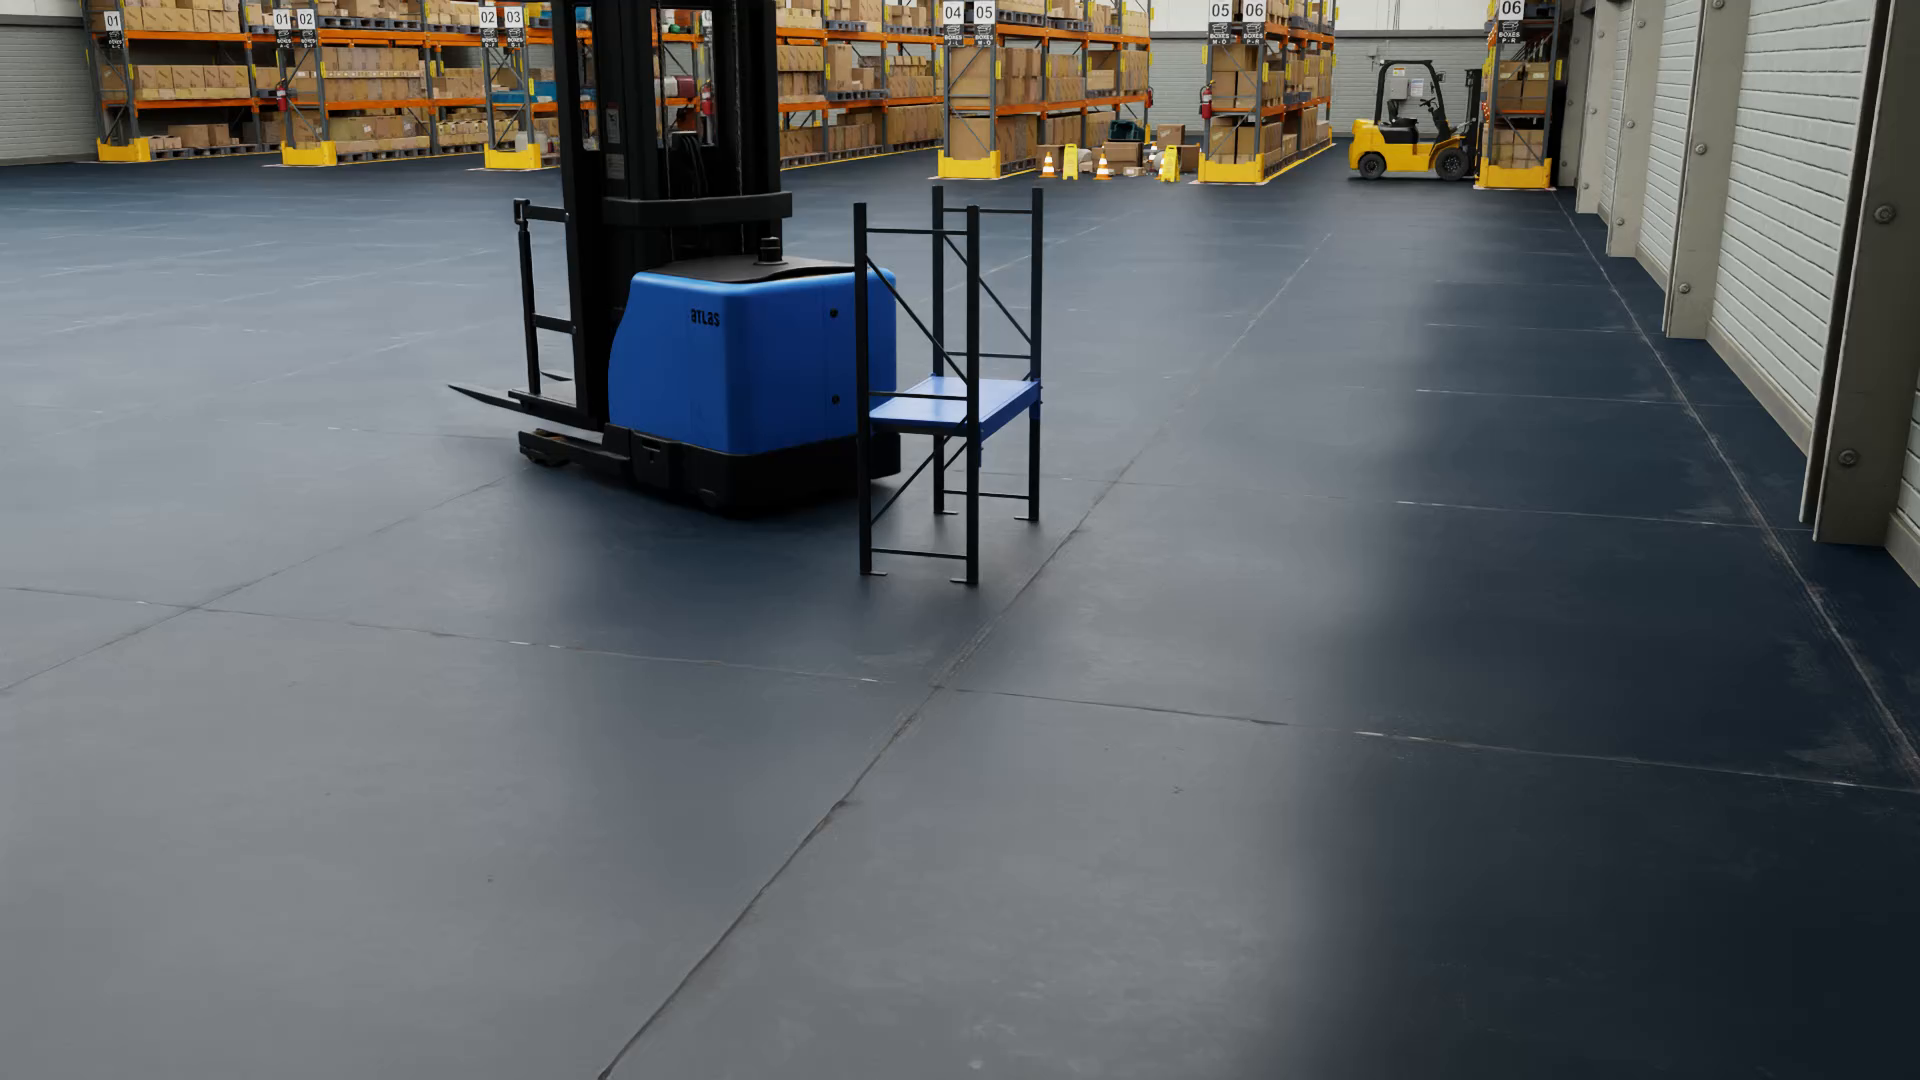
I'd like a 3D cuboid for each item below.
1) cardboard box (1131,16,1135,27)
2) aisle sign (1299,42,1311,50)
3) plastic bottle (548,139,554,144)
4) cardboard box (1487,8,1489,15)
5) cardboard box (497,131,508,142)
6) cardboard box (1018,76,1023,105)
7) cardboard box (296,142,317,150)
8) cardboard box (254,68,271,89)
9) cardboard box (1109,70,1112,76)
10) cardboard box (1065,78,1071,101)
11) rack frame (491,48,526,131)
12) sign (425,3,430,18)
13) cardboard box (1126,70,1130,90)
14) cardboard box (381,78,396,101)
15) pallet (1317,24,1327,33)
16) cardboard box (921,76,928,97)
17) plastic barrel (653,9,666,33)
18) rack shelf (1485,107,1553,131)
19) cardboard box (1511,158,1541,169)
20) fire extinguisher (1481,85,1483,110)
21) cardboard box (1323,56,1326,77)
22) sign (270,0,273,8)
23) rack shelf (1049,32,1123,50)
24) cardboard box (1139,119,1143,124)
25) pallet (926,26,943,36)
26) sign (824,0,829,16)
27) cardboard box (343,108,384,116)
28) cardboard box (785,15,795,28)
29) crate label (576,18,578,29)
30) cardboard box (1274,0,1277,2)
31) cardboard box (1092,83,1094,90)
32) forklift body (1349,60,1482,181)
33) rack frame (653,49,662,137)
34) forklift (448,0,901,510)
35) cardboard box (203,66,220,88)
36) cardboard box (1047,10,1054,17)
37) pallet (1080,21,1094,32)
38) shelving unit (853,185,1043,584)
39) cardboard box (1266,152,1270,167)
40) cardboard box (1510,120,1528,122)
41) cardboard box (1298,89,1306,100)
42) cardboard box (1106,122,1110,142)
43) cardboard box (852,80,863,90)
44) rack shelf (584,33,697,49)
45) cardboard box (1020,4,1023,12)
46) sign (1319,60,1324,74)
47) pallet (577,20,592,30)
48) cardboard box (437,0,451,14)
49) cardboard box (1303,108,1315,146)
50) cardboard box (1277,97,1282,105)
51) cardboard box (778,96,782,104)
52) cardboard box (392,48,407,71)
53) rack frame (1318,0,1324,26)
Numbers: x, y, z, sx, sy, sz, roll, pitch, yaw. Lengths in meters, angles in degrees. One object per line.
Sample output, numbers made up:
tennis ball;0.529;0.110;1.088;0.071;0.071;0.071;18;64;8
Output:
cardboard box;4.264;-13.503;43.300;0.500;0.250;0.500;5;17;17
aisle sign;9.248;-13.505;44.680;0.394;0.787;0.004;5;16;16
plastic bottle;-9.052;-8.695;36.673;0.152;0.276;0.135;4;16;14
cardboard box;12.624;-12.453;39.204;0.380;0.149;0.250;5;17;17
cardboard box;-11.825;-10.245;42.221;0.500;0.250;0.500;4;16;15
cardboard box;0.772;-8.981;33.221;0.875;0.550;0.500;5;16;16
cardboard box;-14.170;-8.607;36.446;0.500;0.250;0.500;5;16;16
cardboard box;-17.476;-11.384;40.979;0.700;0.500;0.500;5;16;16
cardboard box;3.592;-11.700;41.684;0.380;0.149;0.250;4;16;14
cardboard box;2.160;-9.991;36.873;0.500;0.500;0.500;5;17;17
rack frame;-11.766;-11.657;42.931;1.000;3.000;0.127;5;16;16
sign;-12.370;-12.298;38.601;0.100;0.325;0.005;5;16;16
cardboard box;4.110;-11.955;43.252;0.500;0.500;0.500;5;16;16
cardboard box;-13.313;-10.273;37.867;0.700;0.500;0.500;5;17;17
pallet;8.612;-12.780;41.554;1.003;0.211;1.213;5;16;16
cardboard box;-1.151;-11.710;42.935;0.500;0.500;0.500;5;17;18
plastic barrel;-7.459;-12.758;40.398;0.600;0.901;0.600;0;16;0
rack shelf;10.287;-7.820;30.720;1.077;0.370;4.000;5;16;16
cardboard box;10.046;-6.635;29.495;0.500;0.250;0.500;5;16;16
fire extinguisher;13.864;-11.686;43.859;0.296;0.674;0.183;5;16;16
cardboard box;9.042;-12.066;42.356;0.500;0.500;0.500;5;17;17
sign;-14.556;-11.441;35.194;0.100;0.325;0.005;5;16;16
rack shelf;3.026;-12.097;40.304;1.077;0.370;4.000;5;16;16
cardboard box;4.824;-11.529;45.842;0.380;0.149;0.250;5;17;17
pallet;-0.890;-13.548;44.264;1.003;0.211;1.213;5;16;16
sign;-2.883;-11.493;35.909;0.100;0.325;0.005;5;16;16
cardboard box;-16.182;-11.390;45.161;0.750;0.750;0.750;4;16;15
cardboard box;-3.730;-10.673;34.240;0.500;0.250;0.500;5;17;18
crate label;-8.443;-11.015;35.442;0.502;0.251;0.408;5;16;16
cardboard box;5.716;-10.132;31.054;0.380;0.149;0.250;5;17;17
cardboard box;3.006;-10.871;39.851;0.380;0.149;0.250;5;17;18
forklift body;8.509;-7.872;31.141;2.313;2.155;1.214;5;16;16
rack frame;-9.493;-13.750;50.310;1.000;3.000;0.127;5;16;16
forklift;-1.688;-1.874;8.567;1.130;2.935;3.031;-15;22;-43
cardboard box;-17.781;-10.883;39.064;0.500;0.500;0.500;4;16;14
cardboard box;1.854;-11.255;35.524;0.250;0.149;0.380;5;16;16
pallet;2.325;-11.657;37.778;1.213;0.211;1.003;5;17;18
shelving unit;-0.024;-0.699;7.046;0.538;1.500;1.048;5;16;16
cardboard box;5.605;-7.228;31.586;0.500;0.250;0.500;5;17;18
cardboard box;12.756;-9.502;37.955;0.380;0.149;0.250;5;17;16
cardboard box;7.613;-10.156;37.913;0.500;0.250;0.500;4;16;15
cardboard box;3.479;-10.176;41.519;0.500;0.500;0.500;4;16;15
cardboard box;-2.484;-10.568;38.569;0.396;0.266;0.258;4;16;14
rack shelf;-7.586;-11.846;39.418;1.077;0.370;4.000;5;16;16
cardboard box;1.019;-10.418;32.573;0.380;0.149;0.250;5;17;16
sign;8.892;-11.646;40.913;0.100;0.325;0.005;5;16;16
pallet;-8.266;-11.382;36.808;1.213;0.211;1.003;5;16;16
cardboard box;-12.550;-12.854;39.783;0.500;0.500;0.500;6;17;21
cardboard box;8.020;-9.941;40.003;0.875;0.875;0.875;5;17;17
cardboard box;6.232;-8.779;33.243;0.380;0.149;0.250;5;17;17
cardboard box;-3.884;-9.058;34.227;0.380;0.149;0.250;5;16;16
cardboard box;-13.165;-11.034;38.174;0.700;0.500;0.500;5;16;16
rack frame;8.369;-14.052;40.381;1.000;3.000;0.127;5;16;16
